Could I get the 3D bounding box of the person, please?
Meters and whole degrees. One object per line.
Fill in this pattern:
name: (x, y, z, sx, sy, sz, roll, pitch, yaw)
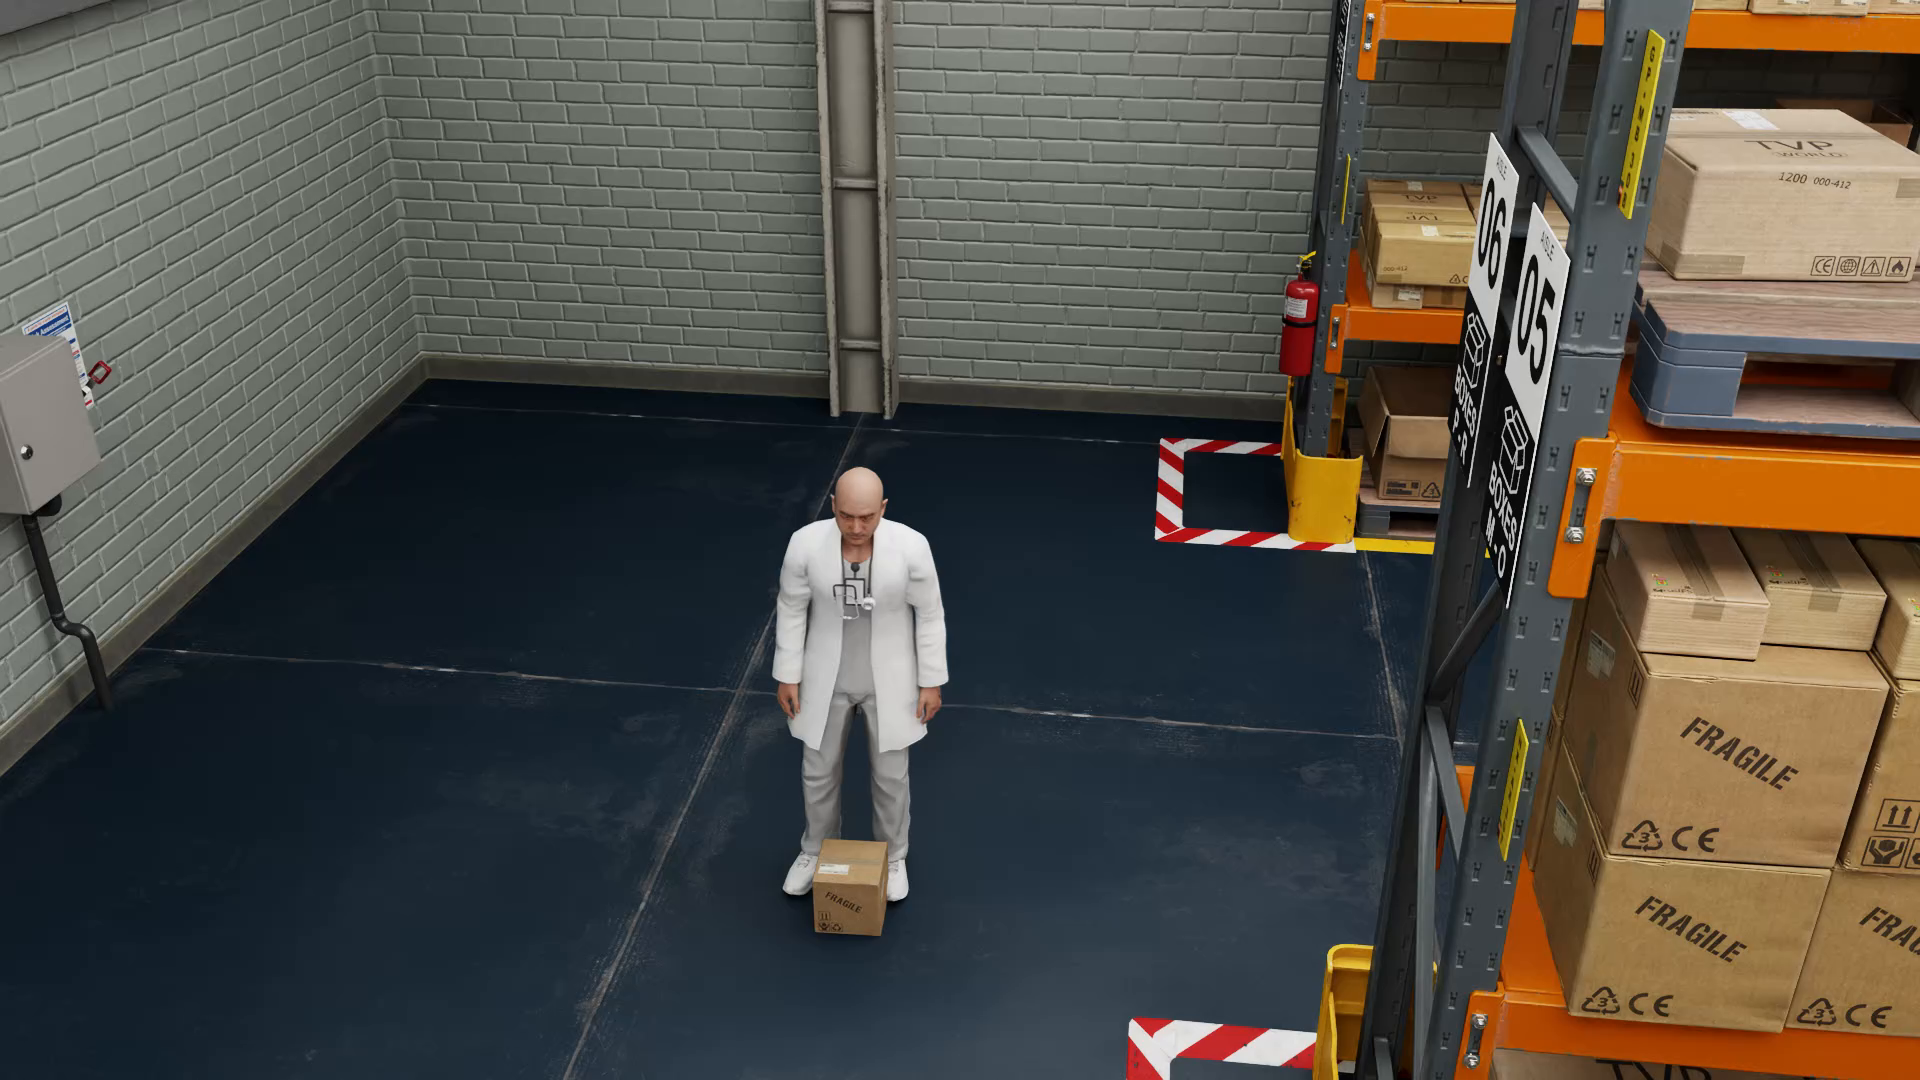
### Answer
person: (-0.368, 0.524, 6.153, 0.652, 1.773, 0.425, 2, 28, 3)
